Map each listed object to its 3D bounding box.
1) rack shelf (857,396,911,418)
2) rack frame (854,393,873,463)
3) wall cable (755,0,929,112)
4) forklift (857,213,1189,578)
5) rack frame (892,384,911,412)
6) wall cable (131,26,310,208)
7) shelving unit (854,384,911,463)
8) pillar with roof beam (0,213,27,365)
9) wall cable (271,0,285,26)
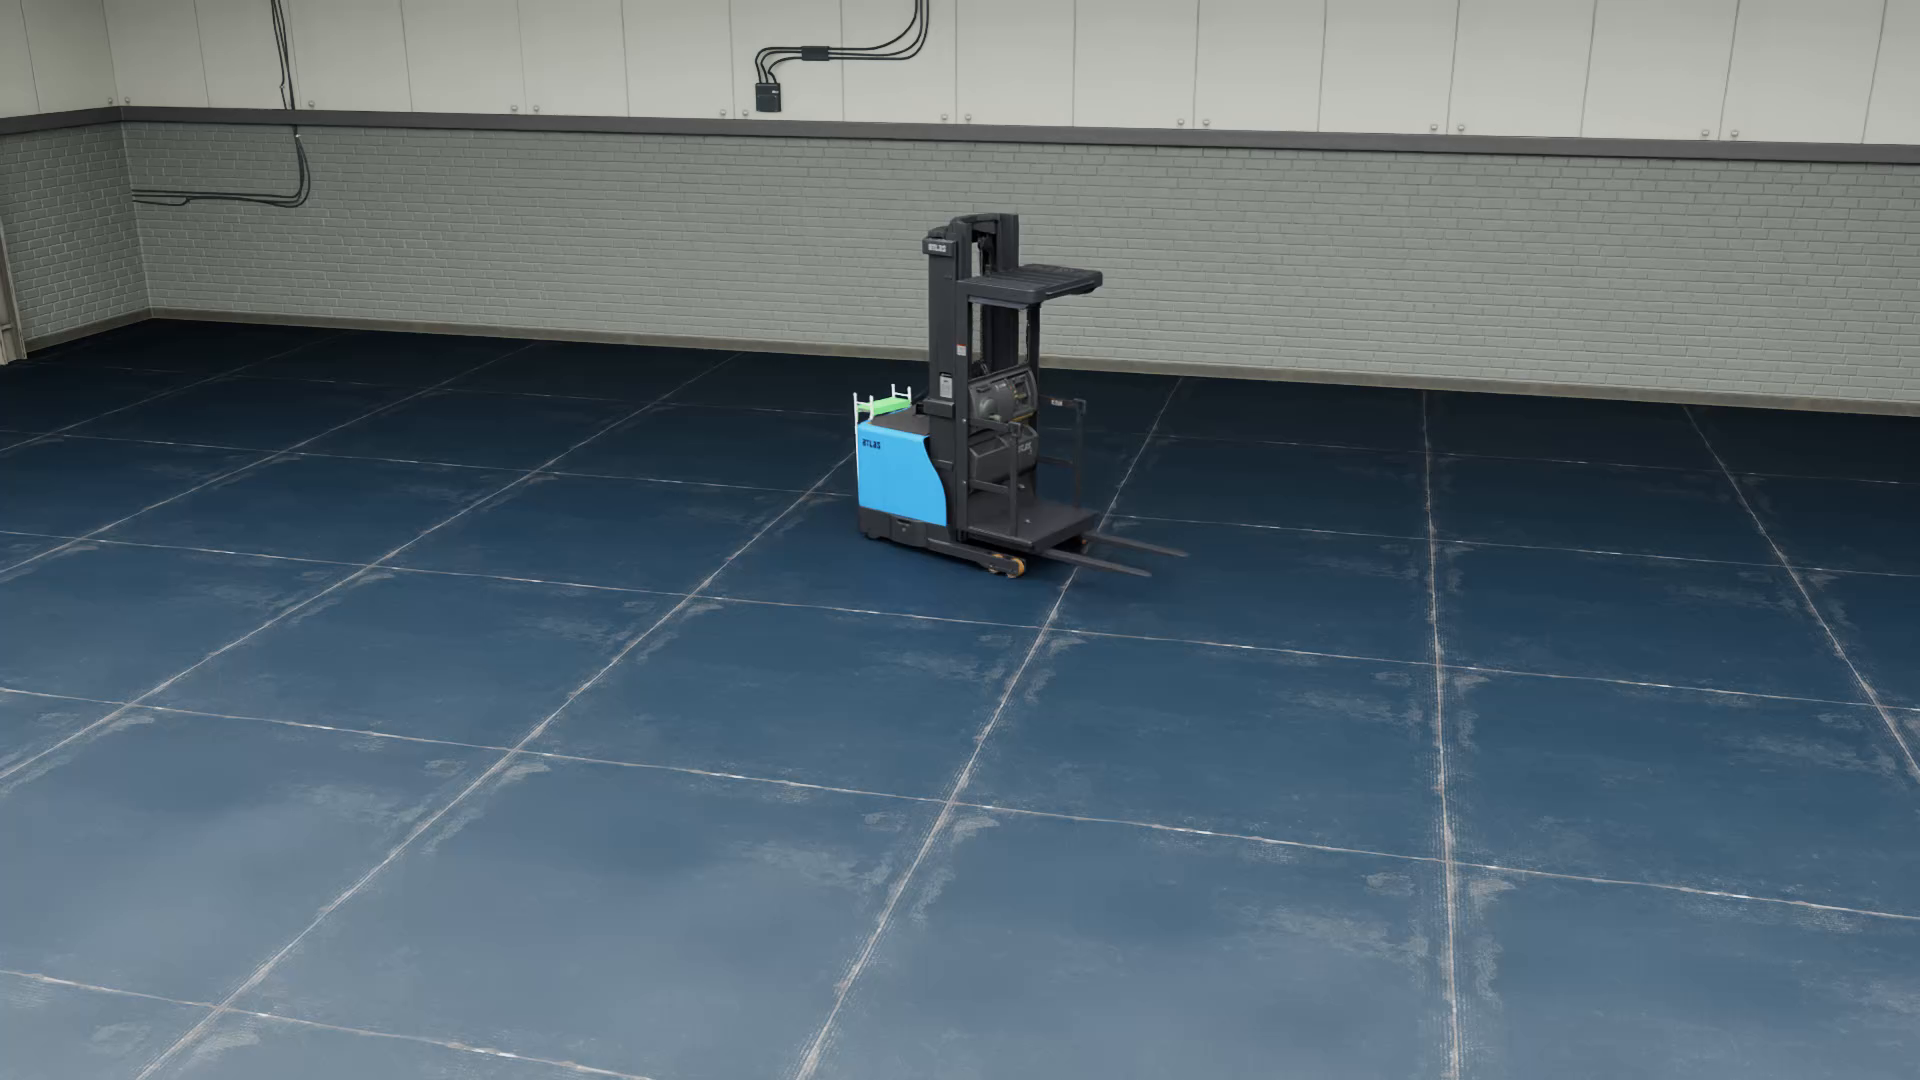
[{"bbox_3d":[-0.721,-1.226,15.616,0.258,0.148,0.480,14,23,42],"label":"rack shelf"},{"bbox_3d":[-0.877,-0.771,15.572,0.240,1.200,0.015,14,23,42],"label":"rack frame"},{"bbox_3d":[-1.517,-8.324,20.373,2.305,6.003,0.169,5,19,13],"label":"wall cable"},{"bbox_3d":[0.541,-1.257,14.333,3.031,2.935,1.130,14,23,35],"label":"forklift"},{"bbox_3d":[-0.538,-0.885,15.904,0.240,1.200,0.015,14,23,42],"label":"rack frame"},{"bbox_3d":[-10.719,-5.999,23.634,3.097,2.526,0.112,5,19,13],"label":"wall cable"},{"bbox_3d":[-0.708,-0.828,15.738,0.258,1.200,0.503,14,23,42],"label":"shelving unit"},{"bbox_3d":[-8.547,-6.310,19.739,9.100,9.000,0.400,5,19,13],"label":"pillar with roof beam"},{"bbox_3d":[-8.096,-8.176,22.192,3.097,2.526,0.112,5,19,13],"label":"wall cable"}]
